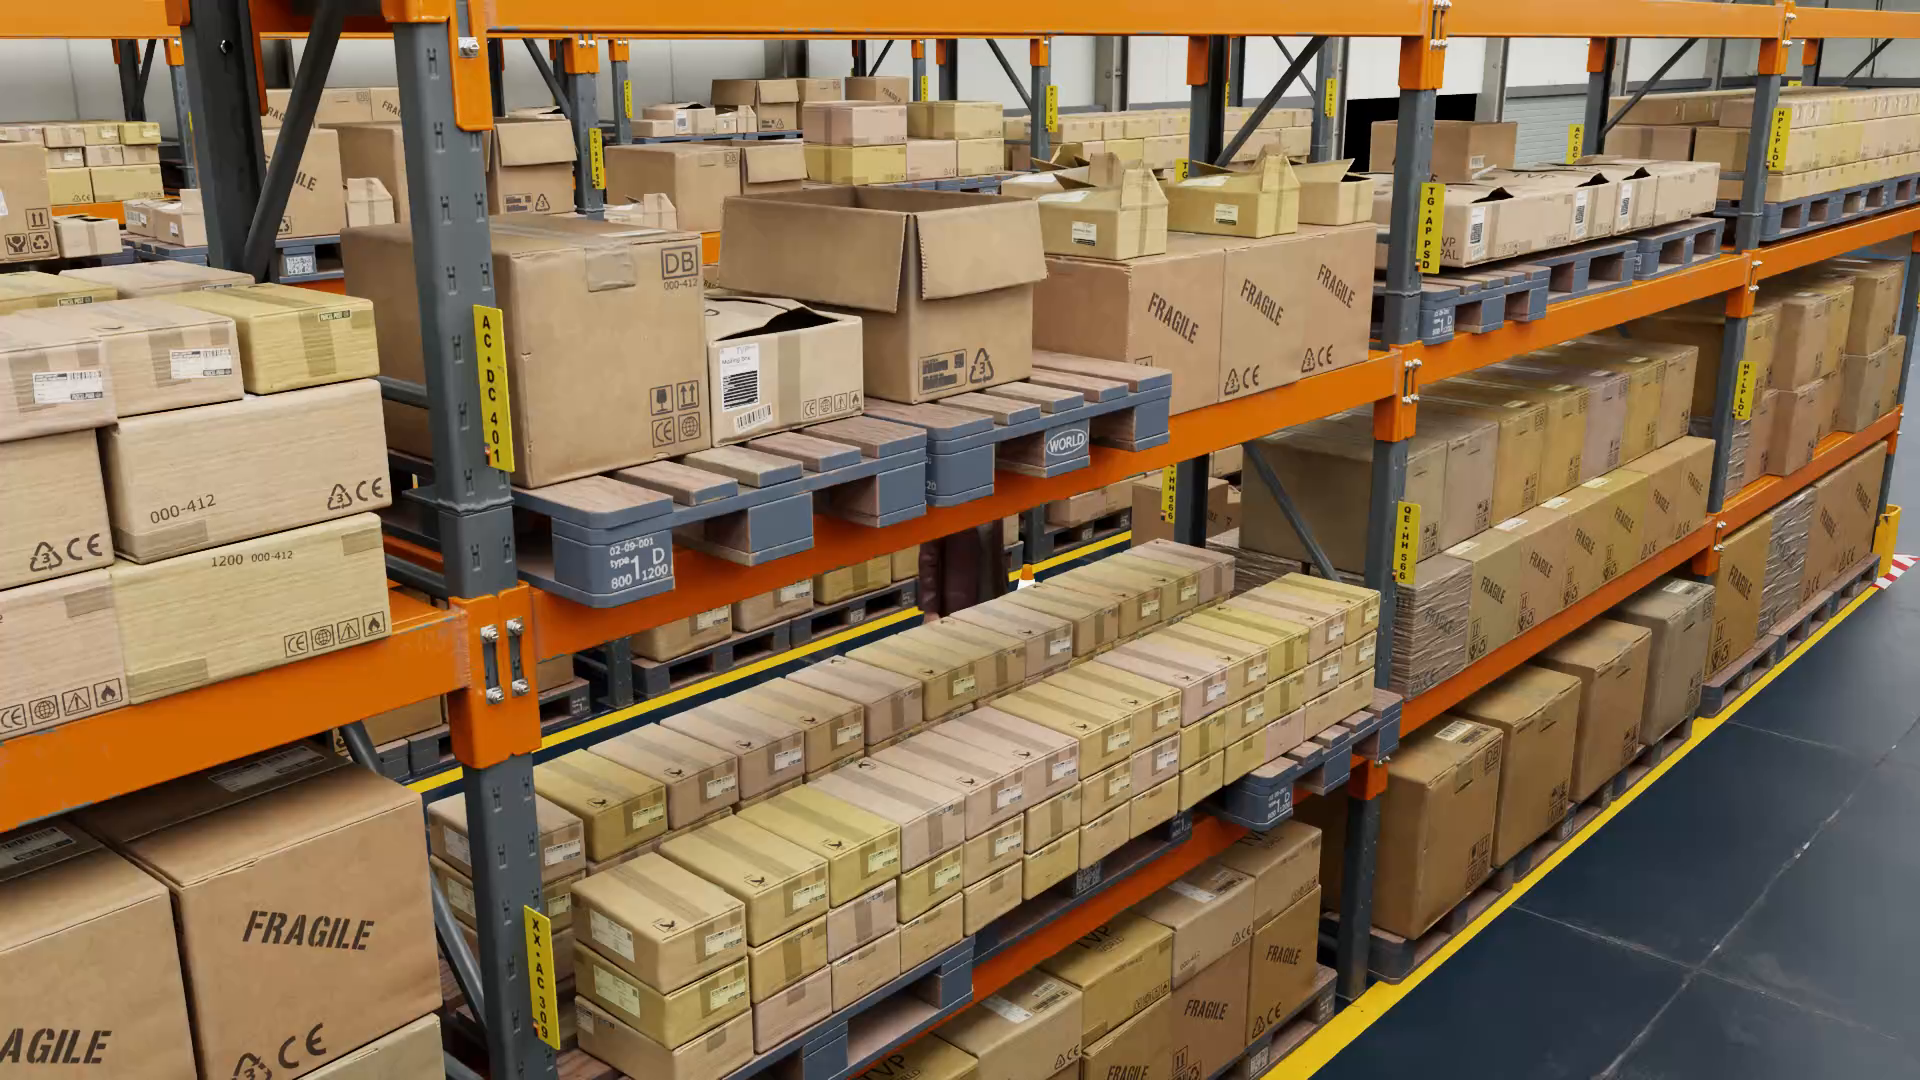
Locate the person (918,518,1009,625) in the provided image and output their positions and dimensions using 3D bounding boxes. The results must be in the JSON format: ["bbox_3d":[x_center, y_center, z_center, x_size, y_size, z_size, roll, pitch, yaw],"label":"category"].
[{"bbox_3d":[0.067,0.379,9.291,0.676,1.809,0.437,-13,21,-36],"label":"person"}]
